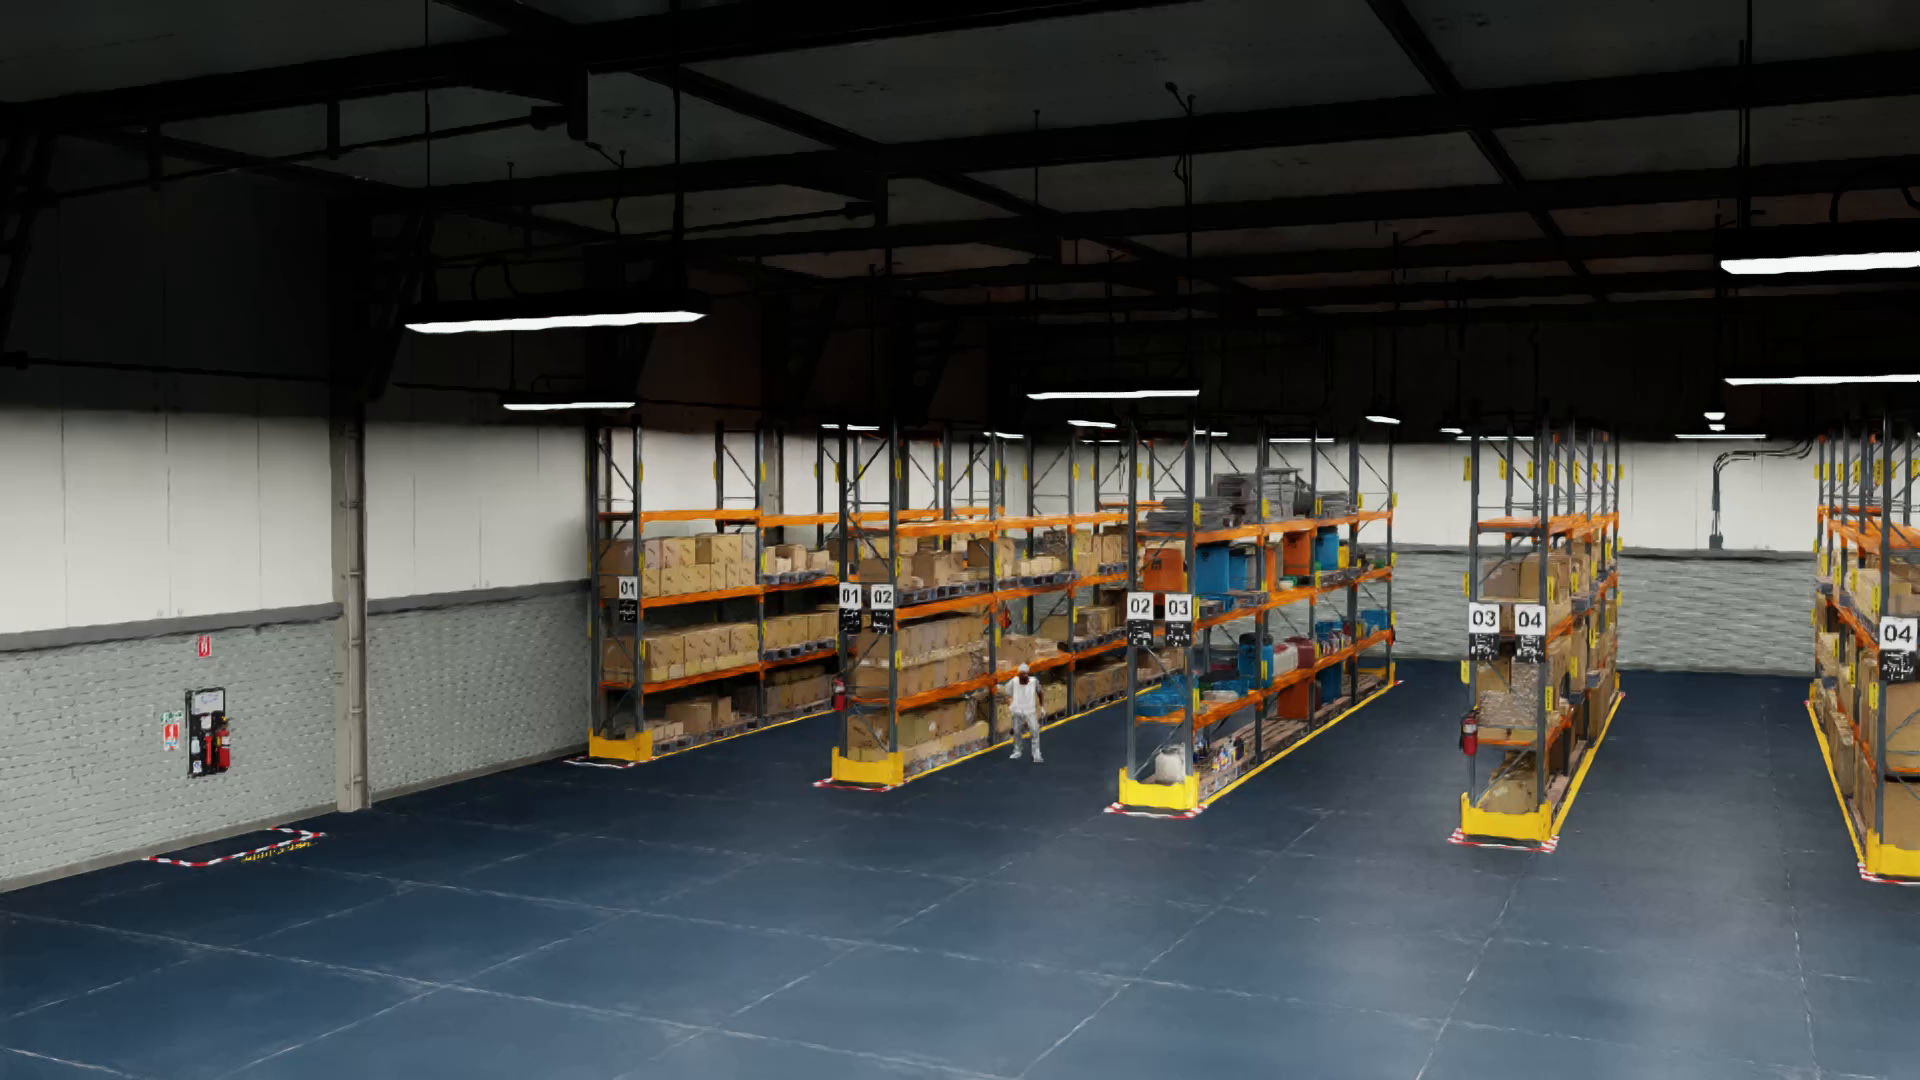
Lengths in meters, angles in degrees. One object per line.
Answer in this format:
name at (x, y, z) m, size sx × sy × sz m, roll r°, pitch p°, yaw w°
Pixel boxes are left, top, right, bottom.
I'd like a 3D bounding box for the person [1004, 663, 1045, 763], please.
person at (1.120, 2.952, 28.665) m, size 0.704 × 1.711 × 0.831 m, roll 0°, pitch 2°, yaw 7°
